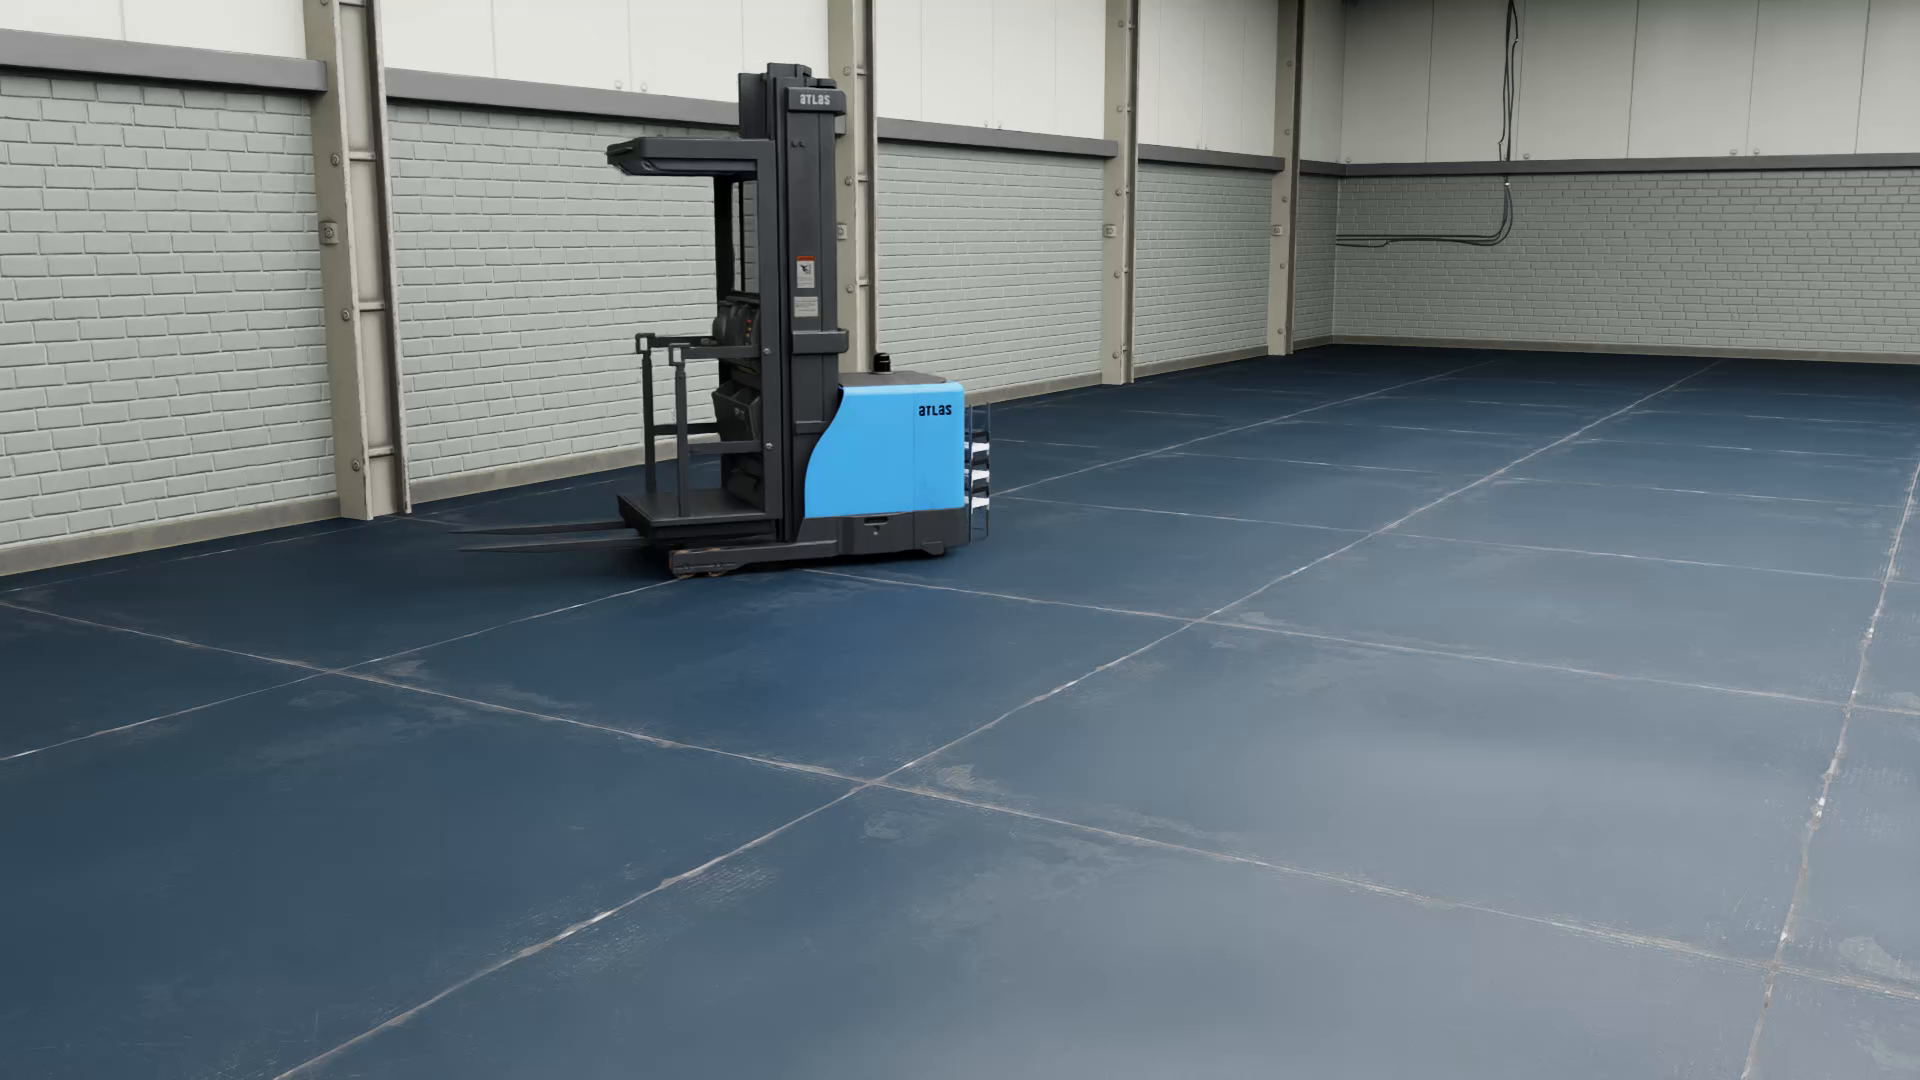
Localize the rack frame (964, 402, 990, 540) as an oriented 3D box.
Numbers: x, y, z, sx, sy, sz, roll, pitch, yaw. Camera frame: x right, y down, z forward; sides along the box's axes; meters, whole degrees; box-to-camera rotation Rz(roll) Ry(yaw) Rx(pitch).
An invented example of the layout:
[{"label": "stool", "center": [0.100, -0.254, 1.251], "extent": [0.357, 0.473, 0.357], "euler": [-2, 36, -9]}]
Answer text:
[{"label": "rack frame", "center": [0.091, -0.458, 10.870], "extent": [0.240, 0.900, 0.006], "euler": [7, 13, 34]}]

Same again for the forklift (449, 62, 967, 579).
[{"label": "forklift", "center": [-1.529, -1.324, 9.976], "extent": [3.031, 2.935, 1.130], "euler": [-4, 11, -21]}]

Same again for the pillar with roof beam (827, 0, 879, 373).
[{"label": "pillar with roof beam", "center": [2.630, -5.138, 13.860], "extent": [9.100, 9.000, 0.400], "euler": [6, 12, 31]}]

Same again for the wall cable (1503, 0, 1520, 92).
[{"label": "wall cable", "center": [10.152, -8.471, 26.378], "extent": [3.097, 2.526, 0.112], "euler": [6, 12, 31]}]

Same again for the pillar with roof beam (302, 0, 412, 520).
[{"label": "pillar with roof beam", "center": [-0.486, -4.195, 8.820], "extent": [9.100, 9.000, 0.400], "euler": [6, 12, 31]}]

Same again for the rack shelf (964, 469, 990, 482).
[{"label": "rack shelf", "center": [0.033, -0.410, 10.794], "extent": [0.258, 0.077, 0.200], "euler": [7, 13, 34]}]

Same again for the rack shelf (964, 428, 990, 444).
[{"label": "rack shelf", "center": [0.033, -0.675, 10.744], "extent": [0.258, 0.077, 0.200], "euler": [7, 13, 34]}]

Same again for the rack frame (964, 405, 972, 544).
[{"label": "rack frame", "center": [-0.025, -0.427, 10.705], "extent": [0.240, 0.900, 0.006], "euler": [7, 13, 34]}]

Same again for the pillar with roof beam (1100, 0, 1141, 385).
[{"label": "pillar with roof beam", "center": [5.745, -6.082, 18.900], "extent": [9.100, 9.000, 0.400], "euler": [6, 12, 31]}]

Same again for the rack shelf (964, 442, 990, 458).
[{"label": "rack shelf", "center": [0.033, -0.587, 10.760], "extent": [0.258, 0.077, 0.200], "euler": [7, 13, 34]}]

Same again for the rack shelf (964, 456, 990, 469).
[{"label": "rack shelf", "center": [0.033, -0.498, 10.777], "extent": [0.258, 0.077, 0.200], "euler": [7, 13, 34]}]

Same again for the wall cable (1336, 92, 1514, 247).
[{"label": "wall cable", "center": [7.840, -6.247, 28.224], "extent": [3.097, 2.526, 0.112], "euler": [6, 12, 31]}]

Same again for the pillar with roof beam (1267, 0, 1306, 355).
[{"label": "pillar with roof beam", "center": [8.860, -7.025, 23.941], "extent": [9.100, 9.000, 0.400], "euler": [6, 12, 31]}]

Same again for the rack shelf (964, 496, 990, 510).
[{"label": "rack shelf", "center": [0.033, -0.233, 10.827], "extent": [0.258, 0.077, 0.200], "euler": [7, 13, 34]}]

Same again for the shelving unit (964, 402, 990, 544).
[{"label": "shelving unit", "center": [0.033, -0.443, 10.787], "extent": [0.258, 0.900, 0.210], "euler": [7, 13, 34]}]

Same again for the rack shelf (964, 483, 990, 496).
[{"label": "rack shelf", "center": [0.033, -0.321, 10.810], "extent": [0.258, 0.077, 0.200], "euler": [7, 13, 34]}]
